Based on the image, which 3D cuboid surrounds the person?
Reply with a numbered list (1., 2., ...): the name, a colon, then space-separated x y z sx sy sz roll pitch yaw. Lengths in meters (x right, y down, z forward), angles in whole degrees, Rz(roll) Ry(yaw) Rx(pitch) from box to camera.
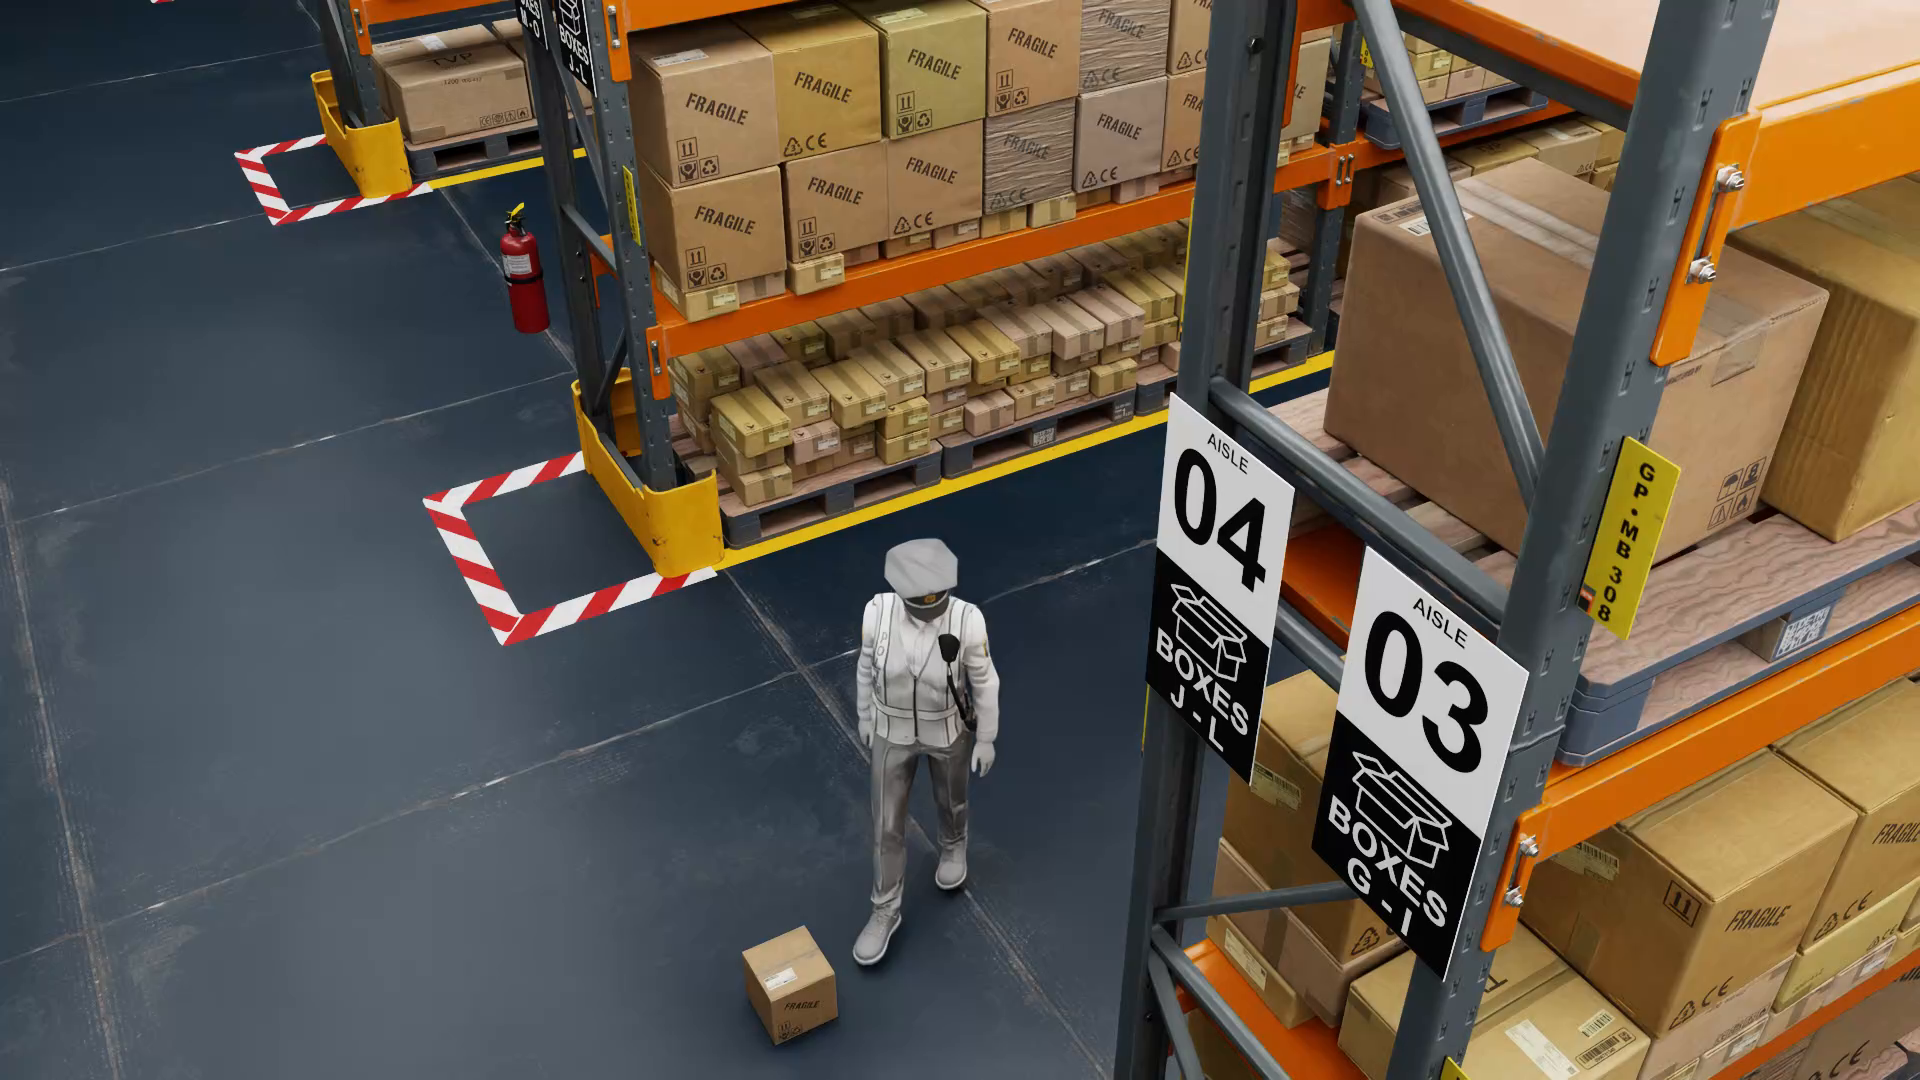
1. person: -0.135 0.745 5.910 0.524 1.649 0.704 4 37 6
